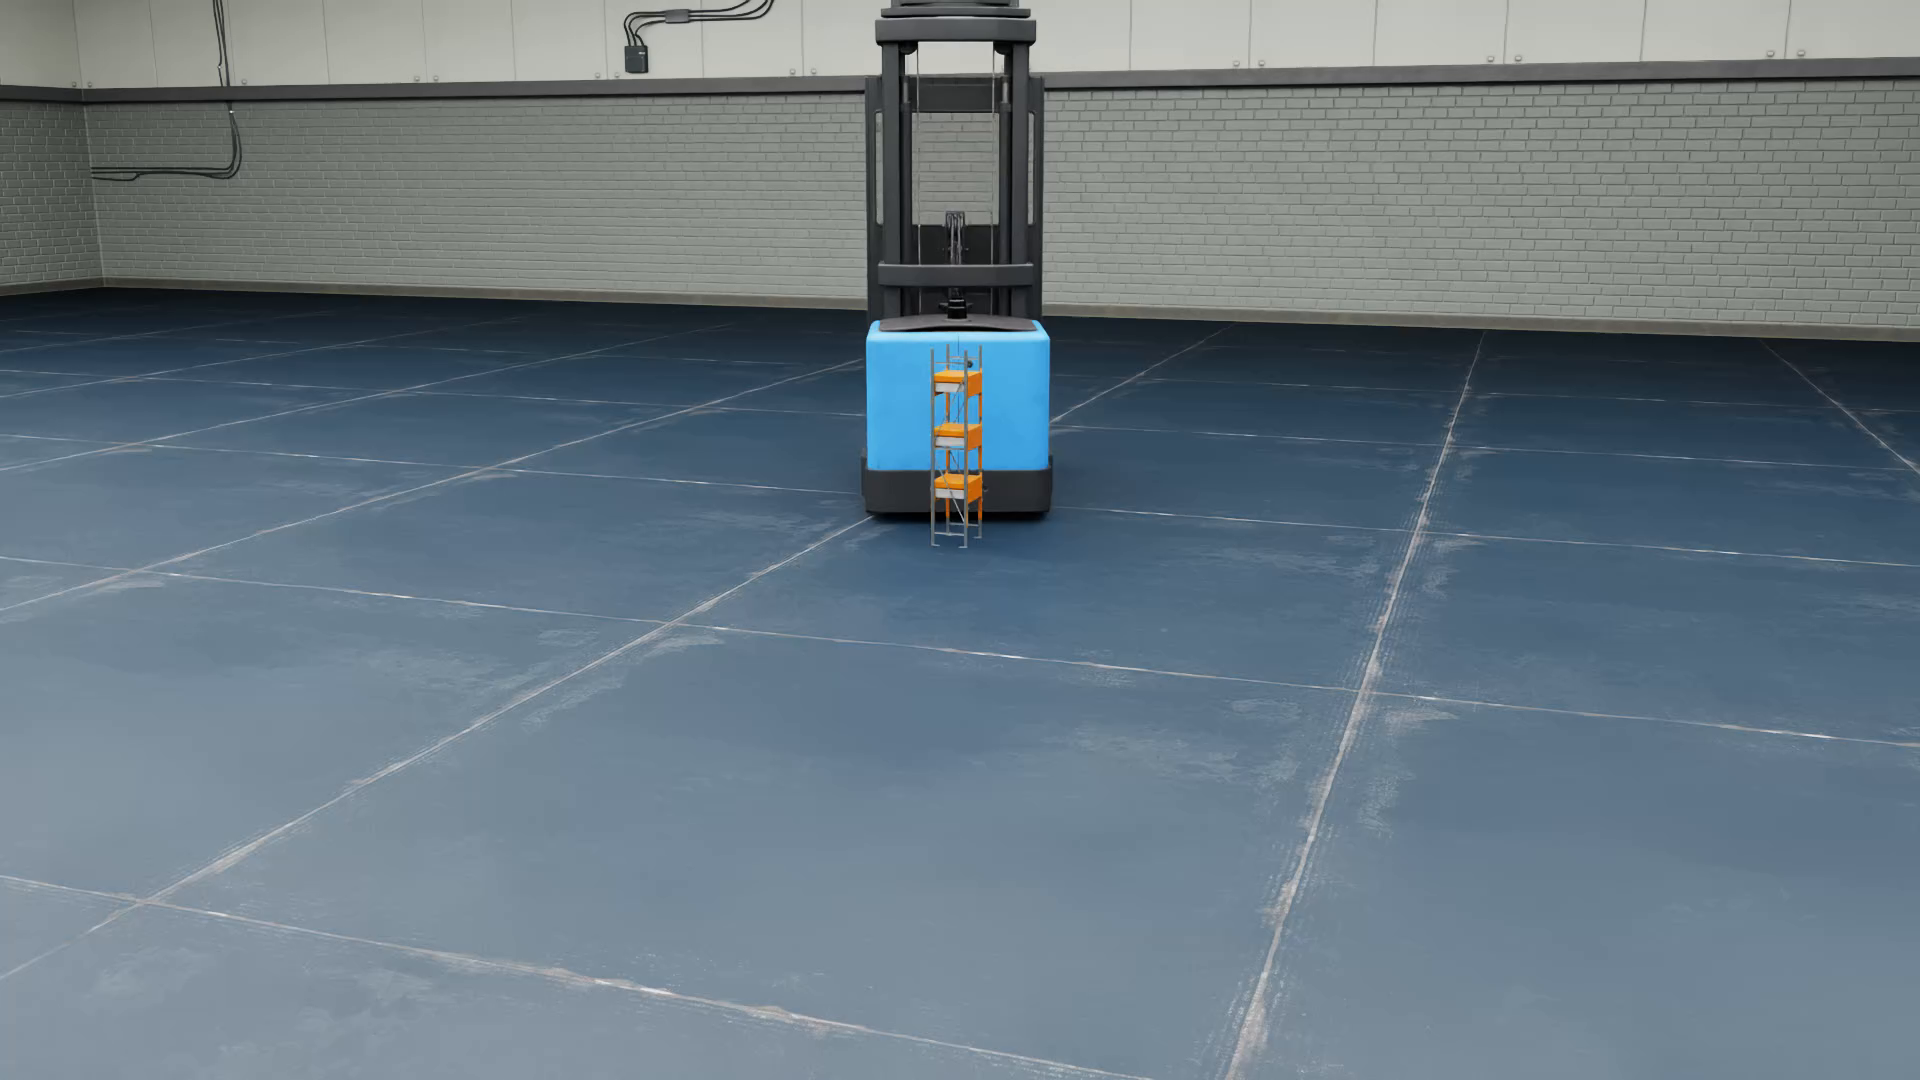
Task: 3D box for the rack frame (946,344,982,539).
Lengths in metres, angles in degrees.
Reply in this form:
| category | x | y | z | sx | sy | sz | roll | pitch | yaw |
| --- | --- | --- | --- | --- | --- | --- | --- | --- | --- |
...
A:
| category | x | y | z | sx | sy | sz | roll | pitch | yaw |
| --- | --- | --- | --- | --- | --- | --- | --- | --- | --- |
| rack frame | 0.022 | -0.526 | 8.934 | 0.200 | 1.050 | 0.008 | 4 | 14 | 18 |

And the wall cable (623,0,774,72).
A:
| category | x | y | z | sx | sy | sz | roll | pitch | yaw |
| --- | --- | --- | --- | --- | --- | --- | --- | --- | --- |
| wall cable | -3.553 | -9.360 | 22.131 | 2.305 | 6.003 | 0.169 | 4 | 14 | 18 |

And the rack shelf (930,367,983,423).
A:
| category | x | y | z | sx | sy | sz | roll | pitch | yaw |
| --- | --- | --- | --- | --- | --- | --- | --- | --- | --- |
| rack shelf | -0.017 | -0.767 | 8.761 | 0.215 | 0.259 | 0.240 | 4 | 14 | 18 |

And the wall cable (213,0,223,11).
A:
| category | x | y | z | sx | sy | sz | roll | pitch | yaw |
| --- | --- | --- | --- | --- | --- | --- | --- | --- | --- |
| wall cable | -9.971 | -9.142 | 24.448 | 3.097 | 2.526 | 0.112 | 4 | 14 | 18 |

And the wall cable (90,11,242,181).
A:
| category | x | y | z | sx | sy | sz | roll | pitch | yaw |
| --- | --- | --- | --- | --- | --- | --- | --- | --- | --- |
| wall cable | -12.531 | -6.875 | 25.864 | 3.097 | 2.526 | 0.112 | 4 | 14 | 18 |

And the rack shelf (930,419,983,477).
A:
| category | x | y | z | sx | sy | sz | roll | pitch | yaw |
| --- | --- | --- | --- | --- | --- | --- | --- | --- | --- |
| rack shelf | -0.017 | -0.490 | 8.824 | 0.215 | 0.259 | 0.240 | 4 | 14 | 18 |

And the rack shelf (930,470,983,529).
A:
| category | x | y | z | sx | sy | sz | roll | pitch | yaw |
| --- | --- | --- | --- | --- | --- | --- | --- | --- | --- |
| rack shelf | -0.017 | -0.219 | 8.886 | 0.215 | 0.259 | 0.240 | 4 | 14 | 18 |

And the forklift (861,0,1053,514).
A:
| category | x | y | z | sx | sy | sz | roll | pitch | yaw |
| --- | --- | --- | --- | --- | --- | --- | --- | --- | --- |
| forklift | -0.038 | -1.851 | 10.511 | 1.130 | 2.935 | 3.031 | 0 | 13 | -1 |

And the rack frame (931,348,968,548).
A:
| category | x | y | z | sx | sy | sz | roll | pitch | yaw |
| --- | --- | --- | --- | --- | --- | --- | --- | --- | --- |
| rack frame | -0.057 | -0.475 | 8.709 | 0.200 | 1.050 | 0.008 | 4 | 14 | 18 |

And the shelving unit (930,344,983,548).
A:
| category | x | y | z | sx | sy | sz | roll | pitch | yaw |
| --- | --- | --- | --- | --- | --- | --- | --- | --- | --- |
| shelving unit | -0.017 | -0.501 | 8.822 | 0.215 | 1.050 | 0.252 | 4 | 14 | 18 |
